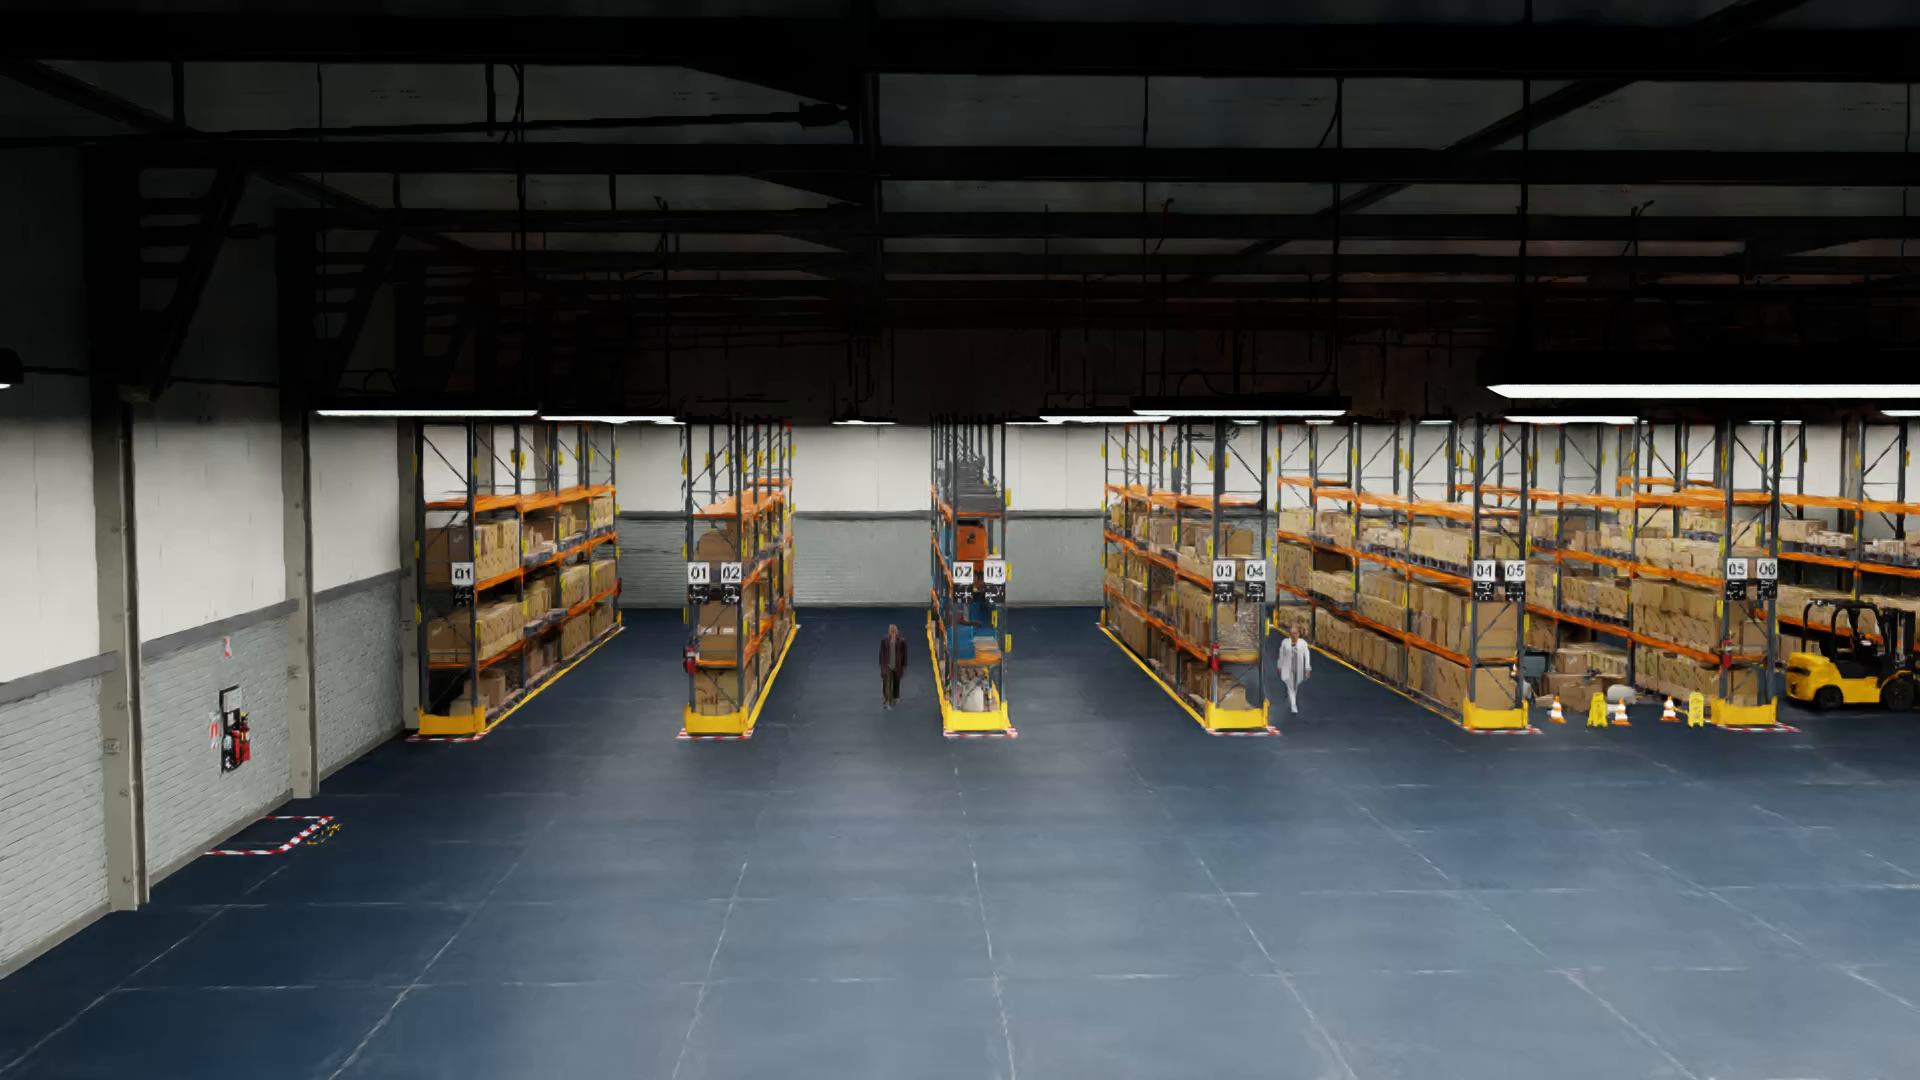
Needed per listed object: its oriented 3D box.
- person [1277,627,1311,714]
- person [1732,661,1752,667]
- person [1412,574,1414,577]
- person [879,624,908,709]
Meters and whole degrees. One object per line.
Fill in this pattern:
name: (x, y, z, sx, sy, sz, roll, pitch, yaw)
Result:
person: (6.703, 2.588, 33.336, 0.603, 1.725, 1.110, 0, 4, -3)
person: (16.652, 2.434, 35.449, 0.456, 1.733, 0.593, -3, 5, -34)
person: (12.062, 1.770, 44.769, 0.588, 1.784, 0.666, 1, 4, 20)
person: (-1.353, 2.552, 33.838, 0.586, 1.700, 1.193, 0, 4, -5)
